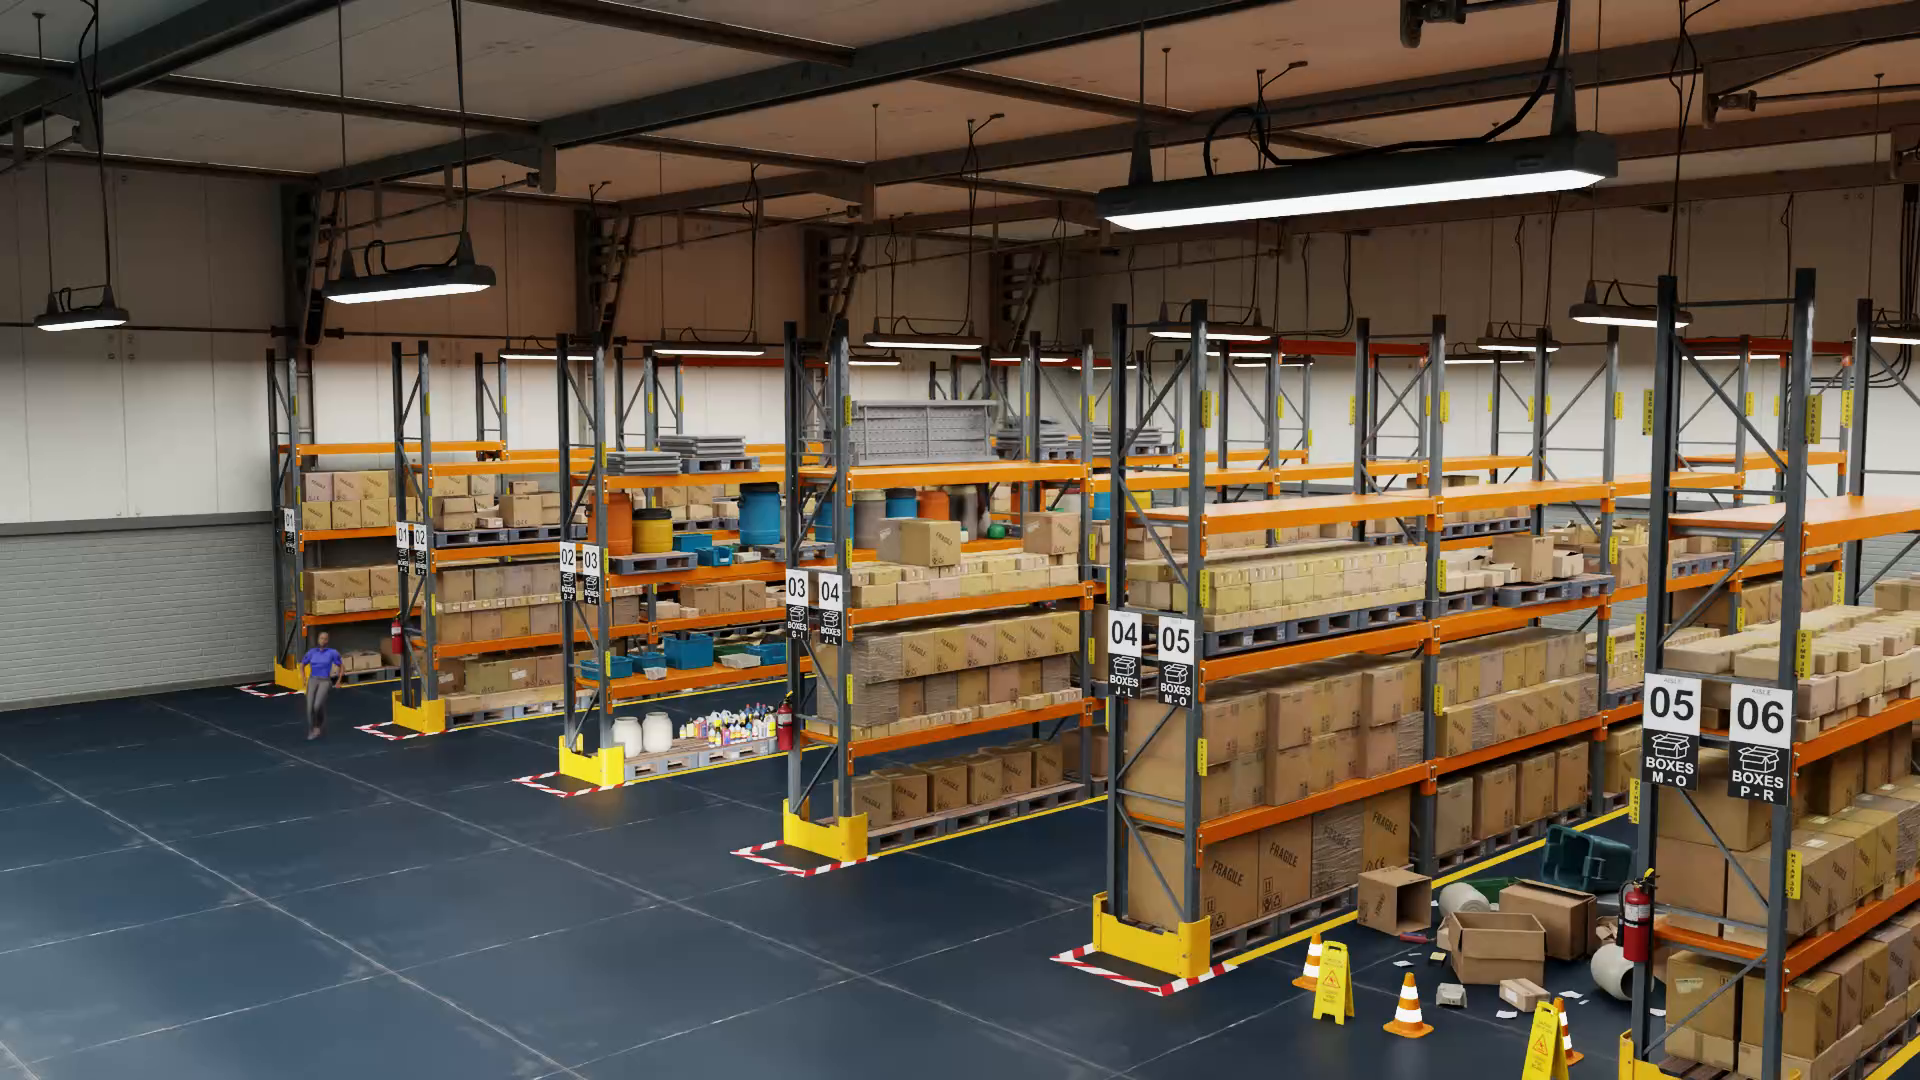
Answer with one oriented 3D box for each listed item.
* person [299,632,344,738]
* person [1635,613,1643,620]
[{"bbox_3d":[-9.657,2.240,25.066,0.616,1.525,0.530,0,5,-3],"label":"person"},{"bbox_3d":[10.730,2.020,26.307,0.534,1.735,0.690,-5,7,-43],"label":"person"}]
